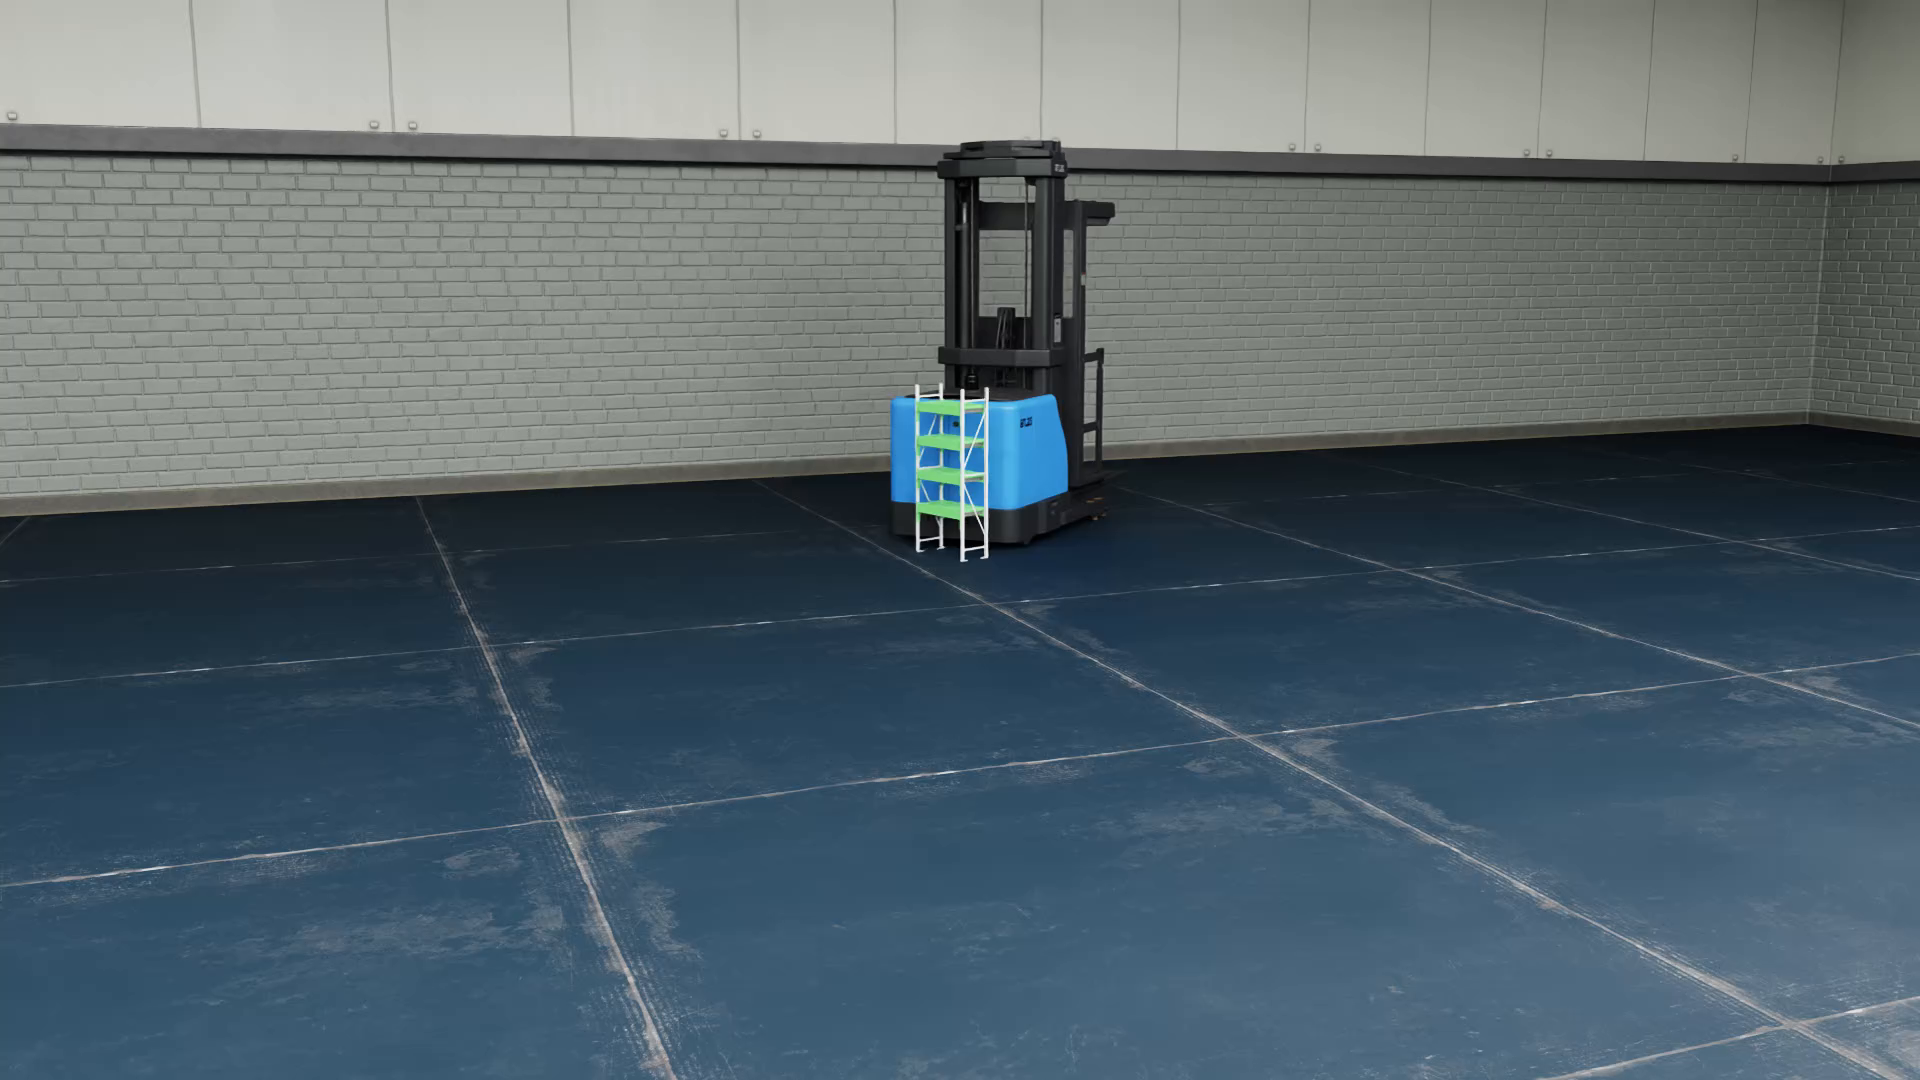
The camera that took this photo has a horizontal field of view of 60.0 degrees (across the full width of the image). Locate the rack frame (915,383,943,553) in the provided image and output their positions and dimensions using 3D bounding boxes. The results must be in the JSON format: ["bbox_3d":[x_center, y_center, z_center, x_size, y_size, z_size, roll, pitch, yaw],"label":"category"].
[{"bbox_3d":[-0.220,-0.514,11.886,0.240,1.200,0.015,-9,13,-40],"label":"rack frame"}]

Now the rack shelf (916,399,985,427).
[{"bbox_3d":[-0.060,-0.892,11.631,0.258,0.148,0.480,-9,13,-40],"label":"rack shelf"}]

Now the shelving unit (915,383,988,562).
[{"bbox_3d":[-0.060,-0.482,11.704,0.258,1.200,0.503,-9,13,-40],"label":"shelving unit"}]

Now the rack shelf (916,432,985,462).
[{"bbox_3d":[-0.060,-0.655,11.673,0.258,0.148,0.480,-9,13,-40],"label":"rack shelf"}]

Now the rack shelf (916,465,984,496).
[{"bbox_3d":[-0.060,-0.419,11.715,0.258,0.148,0.480,-9,13,-40],"label":"rack shelf"}]

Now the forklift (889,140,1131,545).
[{"bbox_3d":[0.556,-1.622,13.172,1.130,2.935,3.031,5,11,25],"label":"forklift"}]

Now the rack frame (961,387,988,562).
[{"bbox_3d":[0.100,-0.450,11.523,0.240,1.200,0.015,-9,13,-40],"label":"rack frame"}]

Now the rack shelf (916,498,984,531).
[{"bbox_3d":[-0.060,-0.183,11.757,0.258,0.148,0.480,-9,13,-40],"label":"rack shelf"}]
